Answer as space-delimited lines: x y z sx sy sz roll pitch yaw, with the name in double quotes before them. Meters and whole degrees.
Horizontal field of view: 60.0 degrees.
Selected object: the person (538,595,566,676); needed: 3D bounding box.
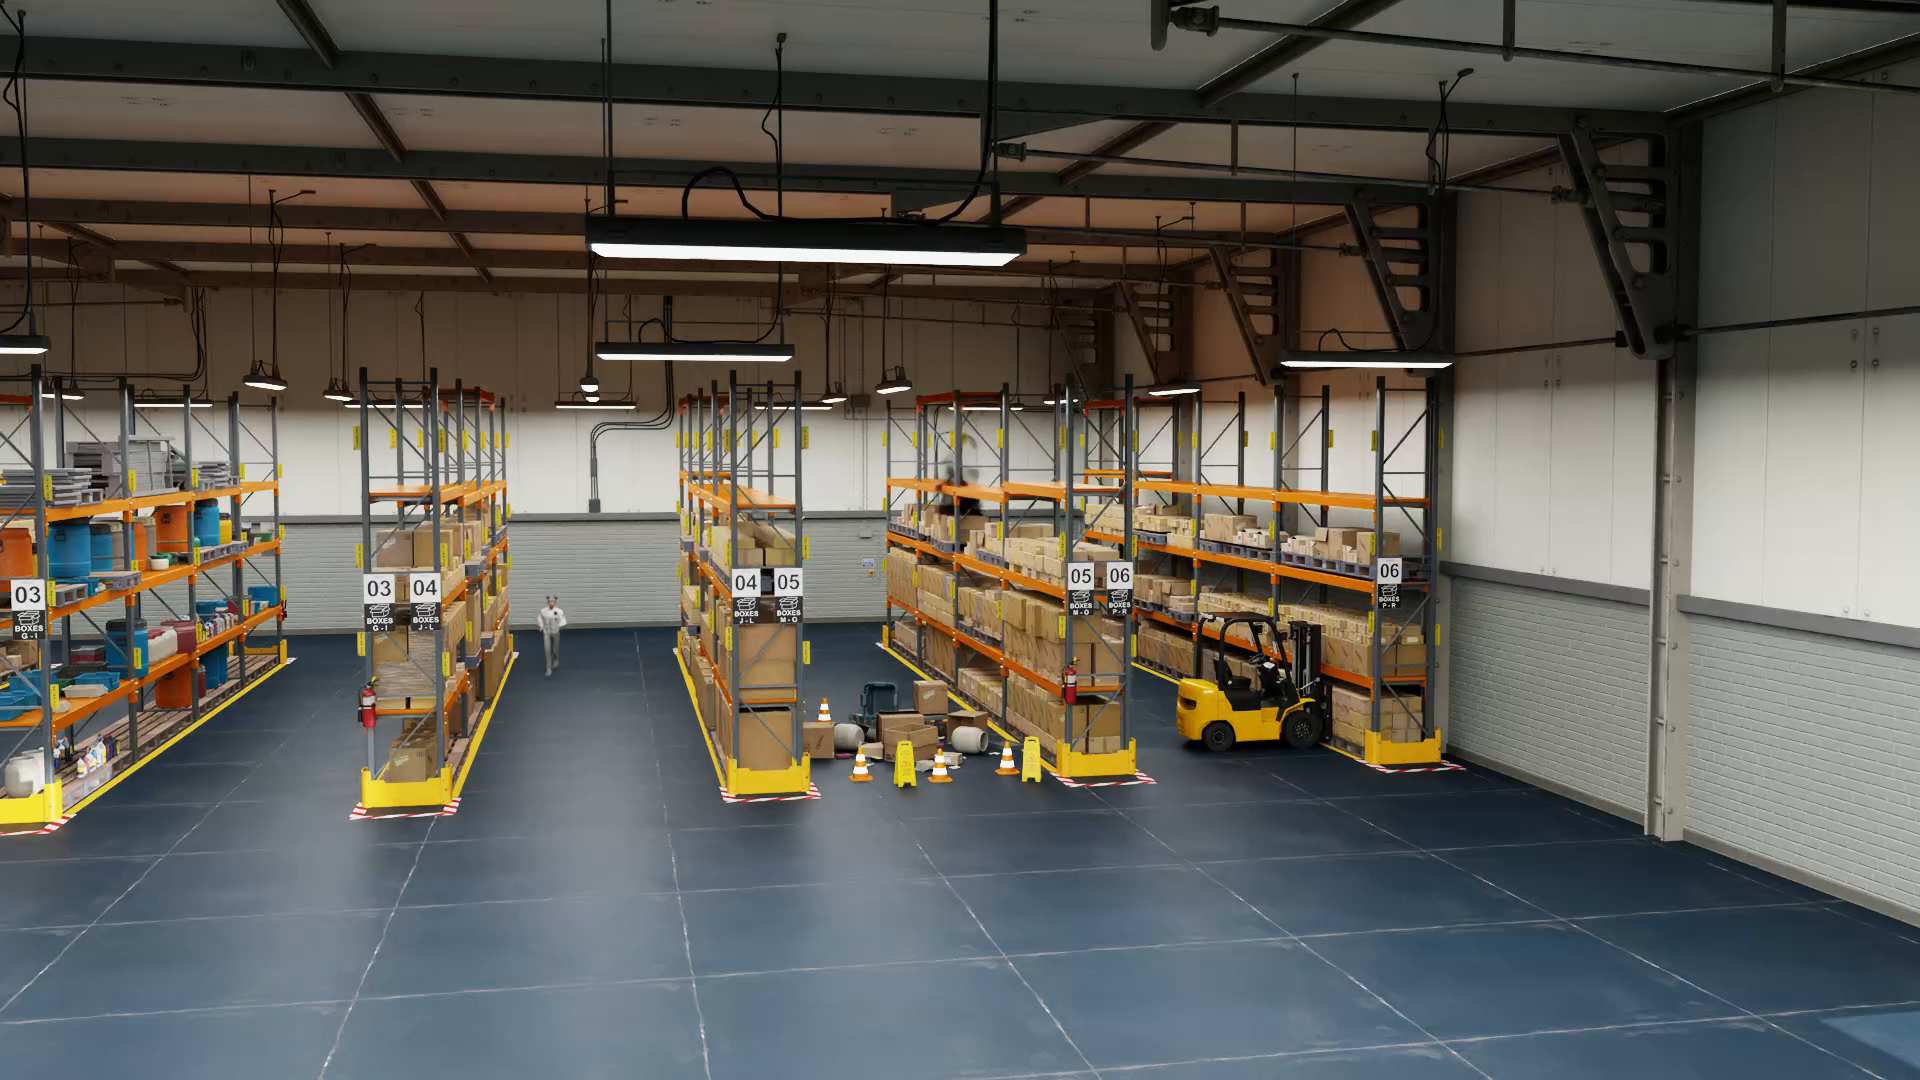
"person" -8.780 2.031 35.756 0.617 1.702 0.885 0 3 -8
